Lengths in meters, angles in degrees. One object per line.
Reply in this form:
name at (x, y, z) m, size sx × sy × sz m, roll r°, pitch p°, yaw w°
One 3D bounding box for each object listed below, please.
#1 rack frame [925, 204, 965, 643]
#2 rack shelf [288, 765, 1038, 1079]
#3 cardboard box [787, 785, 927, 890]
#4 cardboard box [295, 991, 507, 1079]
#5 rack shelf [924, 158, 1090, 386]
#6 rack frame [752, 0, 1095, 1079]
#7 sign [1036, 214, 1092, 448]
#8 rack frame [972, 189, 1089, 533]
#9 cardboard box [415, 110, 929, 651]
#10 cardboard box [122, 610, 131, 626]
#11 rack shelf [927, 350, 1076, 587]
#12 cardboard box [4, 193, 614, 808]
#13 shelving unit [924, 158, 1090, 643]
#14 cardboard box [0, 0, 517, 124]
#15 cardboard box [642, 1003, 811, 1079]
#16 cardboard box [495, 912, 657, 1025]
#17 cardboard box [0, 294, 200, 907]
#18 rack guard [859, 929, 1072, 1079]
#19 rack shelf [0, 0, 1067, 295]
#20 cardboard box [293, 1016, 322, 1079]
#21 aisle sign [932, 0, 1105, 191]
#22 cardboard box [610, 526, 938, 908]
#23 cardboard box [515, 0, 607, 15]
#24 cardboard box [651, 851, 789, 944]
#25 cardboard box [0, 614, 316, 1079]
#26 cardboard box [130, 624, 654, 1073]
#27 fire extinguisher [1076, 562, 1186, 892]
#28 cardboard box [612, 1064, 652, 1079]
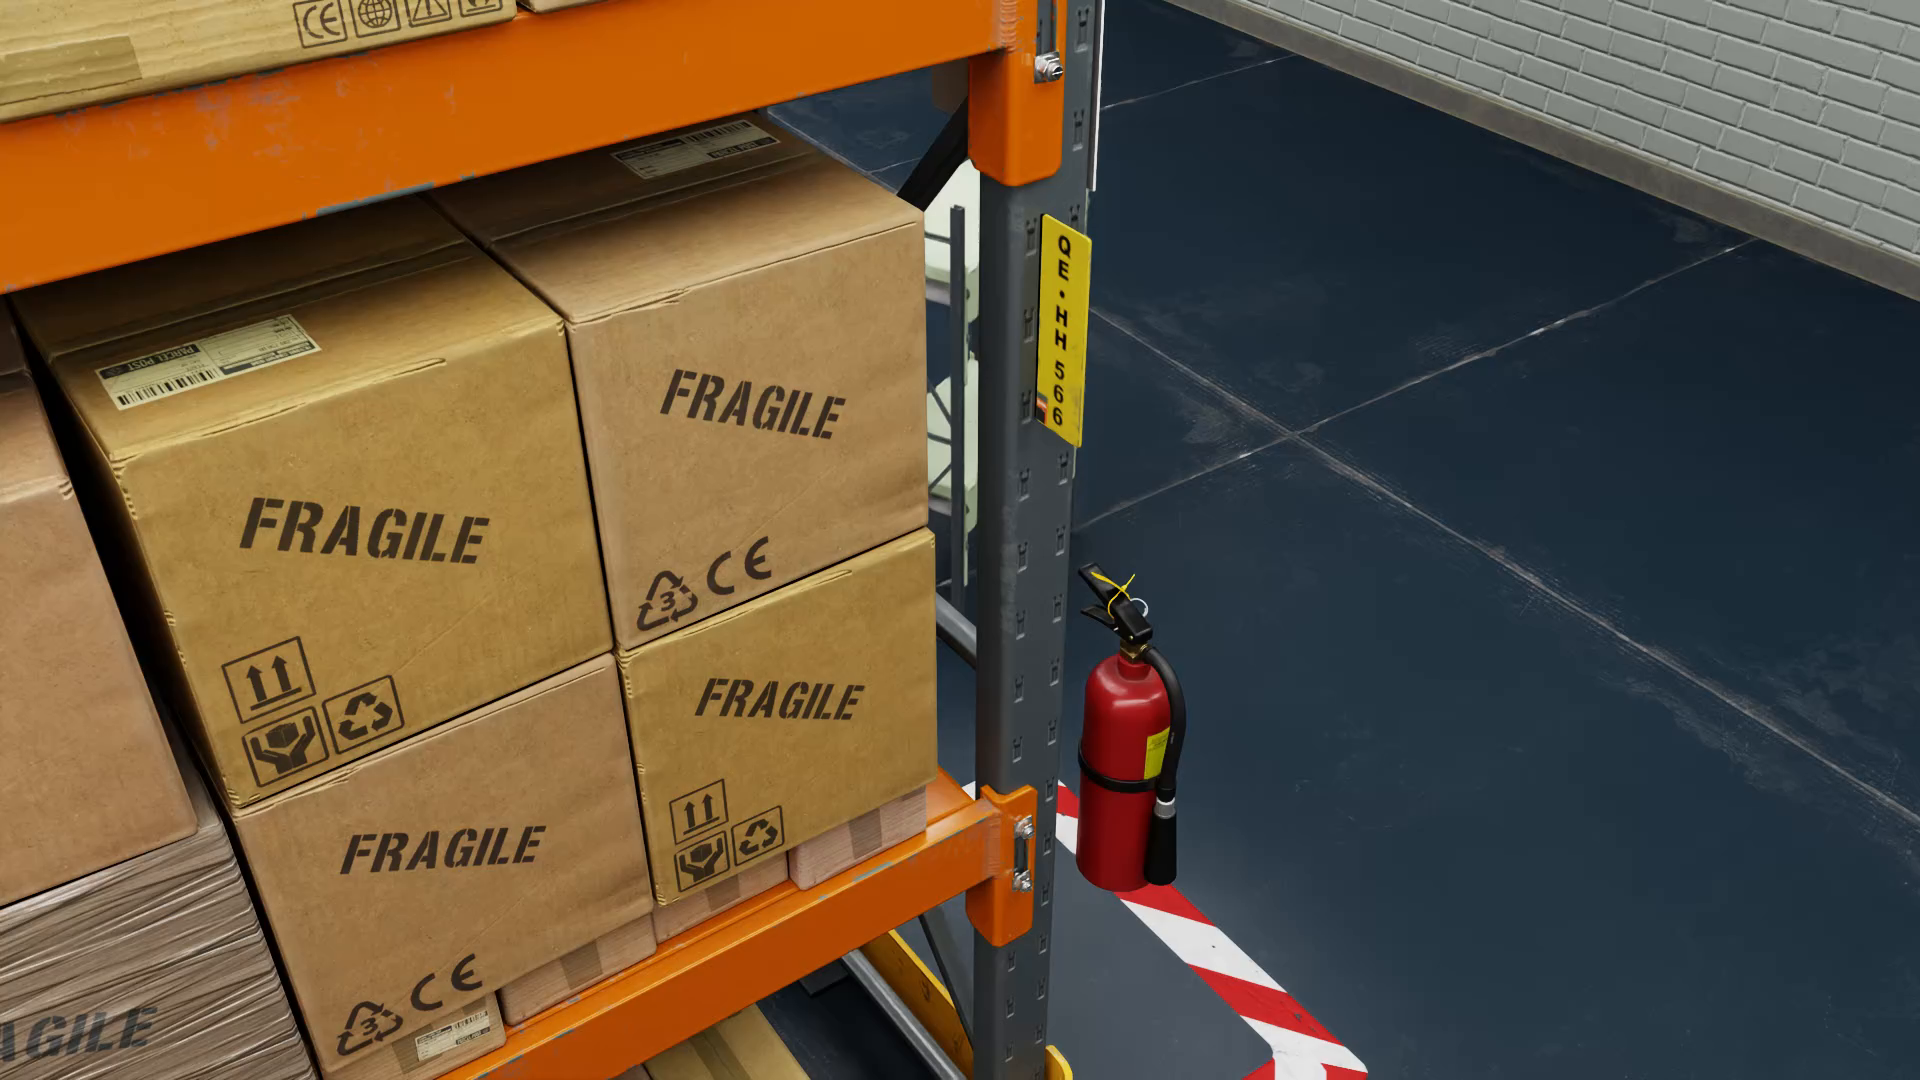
rack frame at (-0.163, -0.329, 4.922) m, size 0.400 × 1.500 × 0.023 m, roll 19°, pitch 40°, yaw 25°
rack shelf at (-1.795, 1.005, 2.400) m, size 4.000 × 0.370 × 1.077 m, roll -22°, pitch 41°, yaw -28°
cardboard box at (-0.264, 0.387, 2.858) m, size 0.250 × 0.149 × 0.380 m, roll -22°, pitch 41°, yaw -28°
cardboard box at (-0.881, 0.641, 2.505) m, size 0.250 × 0.149 × 0.380 m, roll -21°, pitch 41°, yaw -27°
rack shelf at (0.026, -0.828, 4.949) m, size 0.431 × 0.370 × 0.720 m, roll 19°, pitch 40°, yaw 25°
rack frame at (-0.161, 0.040, 3.125) m, size 0.127 × 3.000 × 1.000 m, roll -22°, pitch 41°, yaw -28°
sign at (0.143, -0.286, 2.317) m, size 0.005 × 0.325 × 0.100 m, roll -22°, pitch 41°, yaw -28°
rack frame at (0.215, -0.694, 5.431) m, size 0.400 × 1.500 × 0.023 m, roll 19°, pitch 40°, yaw 25°
cardboard box at (-0.391, -0.254, 2.338) m, size 0.500 × 0.500 × 0.500 m, roll -23°, pitch 42°, yaw -29°
cardboard box at (-1.109, 0.090, 2.715) m, size 0.500 × 0.500 × 0.500 m, roll -22°, pitch 41°, yaw -28°
rack shelf at (0.026, -0.247, 5.367) m, size 0.431 × 0.370 × 0.720 m, roll 19°, pitch 40°, yaw 25°
cardboard box at (-0.805, -0.084, 2.101) m, size 0.500 × 0.500 × 0.500 m, roll -24°, pitch 42°, yaw -29°
shelving unit at (0.026, -0.512, 5.177) m, size 0.431 × 1.500 × 0.755 m, roll 19°, pitch 40°, yaw 25°
cardboard box at (-0.793, -0.662, 1.661) m, size 0.500 × 0.250 × 0.500 m, roll -22°, pitch 41°, yaw -28°
cardboard box at (-0.447, 1.085, 3.245) m, size 0.250 × 0.149 × 0.380 m, roll -22°, pitch 41°, yaw -27°
cardboard box at (-0.685, 0.544, 2.640) m, size 0.250 × 0.149 × 0.380 m, roll -23°, pitch 42°, yaw -28°
cardboard box at (-1.225, 0.095, 1.852) m, size 0.500 × 0.500 × 0.500 m, roll -20°, pitch 40°, yaw -26°
rack guard at (-0.223, 1.081, 3.819) m, size 0.348 × 0.500 × 1.175 m, roll -22°, pitch 41°, yaw -28°
rack shelf at (-1.795, -0.213, 1.524) m, size 4.000 × 0.370 × 1.077 m, roll -22°, pitch 41°, yaw -28°
cardboard box at (-1.113, 0.716, 2.401) m, size 0.250 × 0.149 × 0.380 m, roll -24°, pitch 42°, yaw -30°
aisle sign at (0.072, -0.896, 2.201) m, size 0.004 × 0.787 × 0.394 m, roll -22°, pitch 41°, yaw -28°
cardboard box at (-0.380, 0.153, 2.628) m, size 0.500 × 0.500 × 0.500 m, roll -21°, pitch 41°, yaw -27°
cardboard box at (-0.380, -0.837, 1.905) m, size 0.500 × 0.250 × 0.500 m, roll -23°, pitch 42°, yaw -29°
cardboard box at (-0.489, 0.453, 2.767) m, size 0.250 × 0.149 × 0.380 m, roll -22°, pitch 41°, yaw -28°
cardboard box at (-1.212, 0.499, 2.147) m, size 0.500 × 0.500 × 0.500 m, roll -22°, pitch 41°, yaw -28°
cardboard box at (-0.804, 0.324, 2.391) m, size 0.500 × 0.500 × 0.500 m, roll -23°, pitch 42°, yaw -29°
fire extinguisher at (0.311, 0.359, 3.068) m, size 0.183 × 0.674 × 0.296 m, roll -22°, pitch 41°, yaw -28°
cardboard box at (-0.686, 1.142, 3.166) m, size 0.250 × 0.149 × 0.380 m, roll -22°, pitch 41°, yaw -27°
